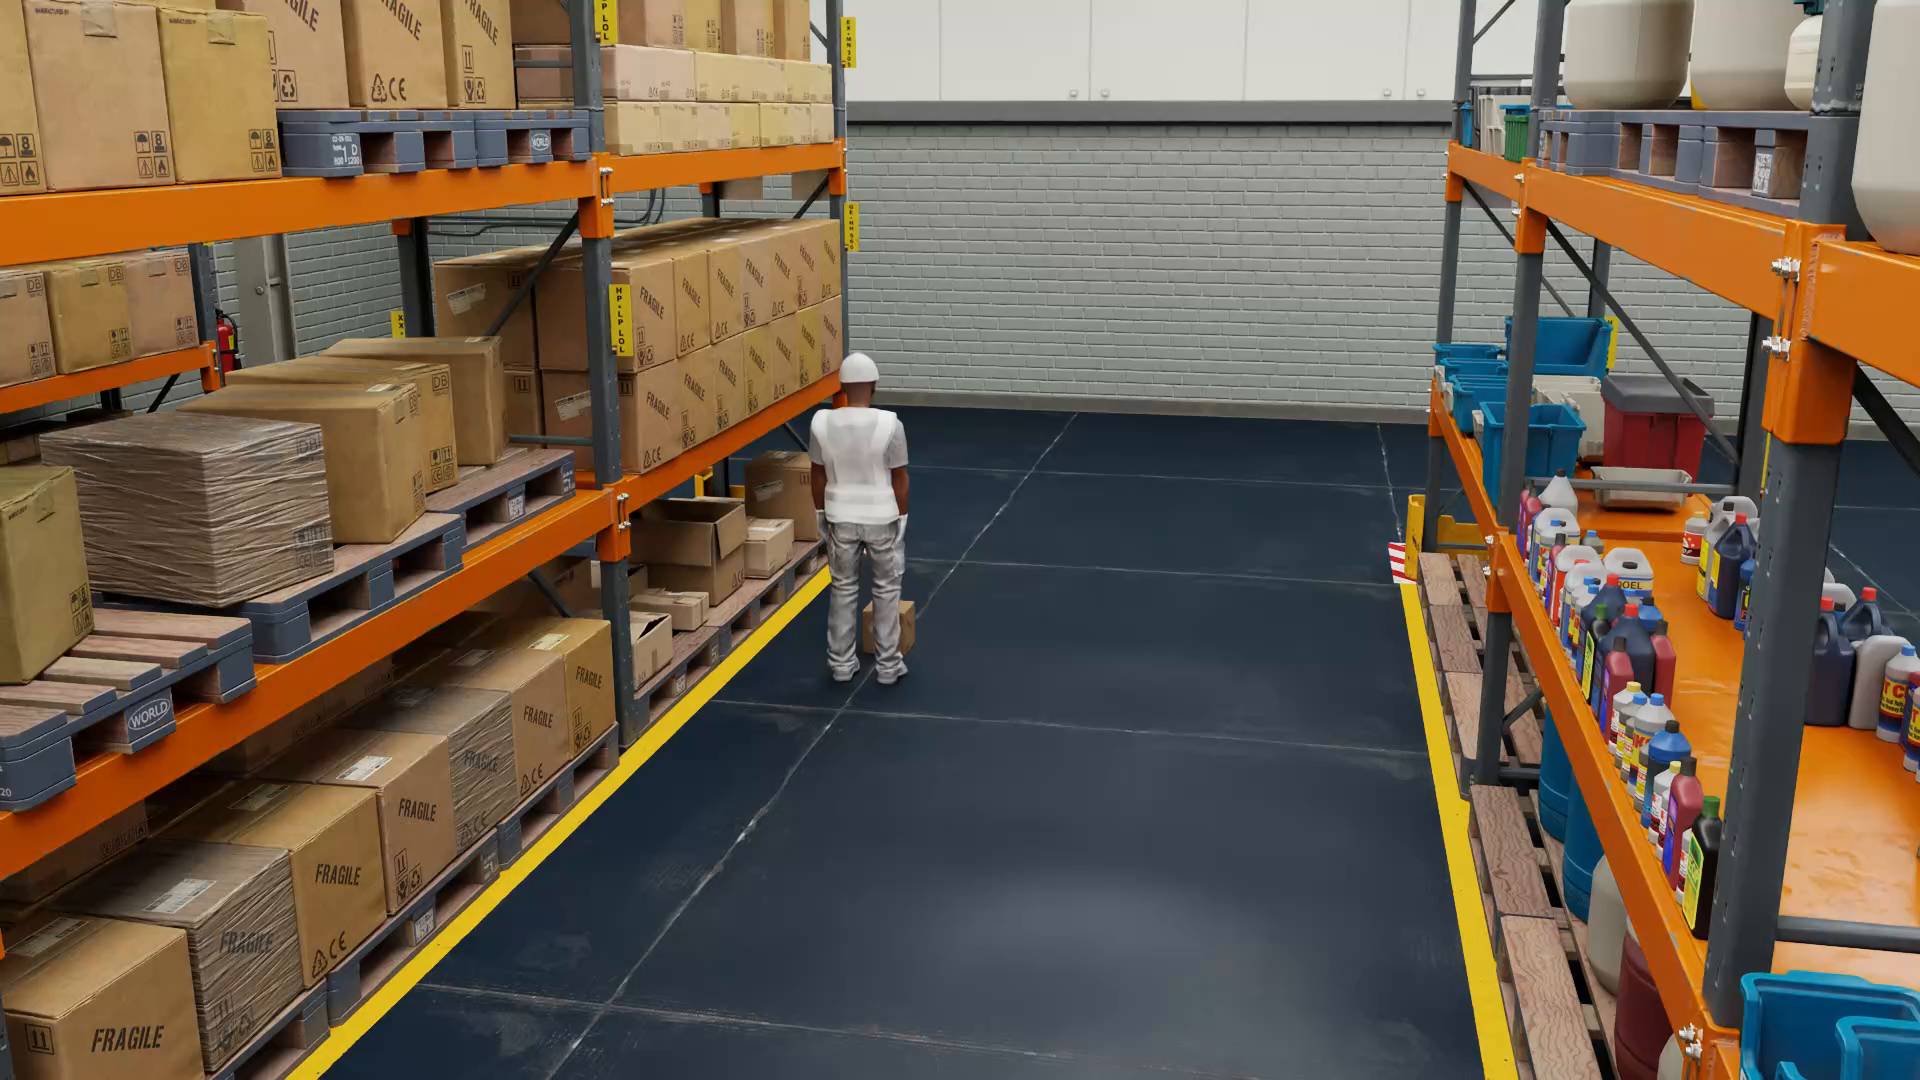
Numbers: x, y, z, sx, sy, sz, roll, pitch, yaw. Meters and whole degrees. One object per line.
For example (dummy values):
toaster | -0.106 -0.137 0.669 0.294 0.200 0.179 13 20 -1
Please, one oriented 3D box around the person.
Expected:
person | -0.531 -0.114 8.919 0.547 1.777 0.354 3 15 12
